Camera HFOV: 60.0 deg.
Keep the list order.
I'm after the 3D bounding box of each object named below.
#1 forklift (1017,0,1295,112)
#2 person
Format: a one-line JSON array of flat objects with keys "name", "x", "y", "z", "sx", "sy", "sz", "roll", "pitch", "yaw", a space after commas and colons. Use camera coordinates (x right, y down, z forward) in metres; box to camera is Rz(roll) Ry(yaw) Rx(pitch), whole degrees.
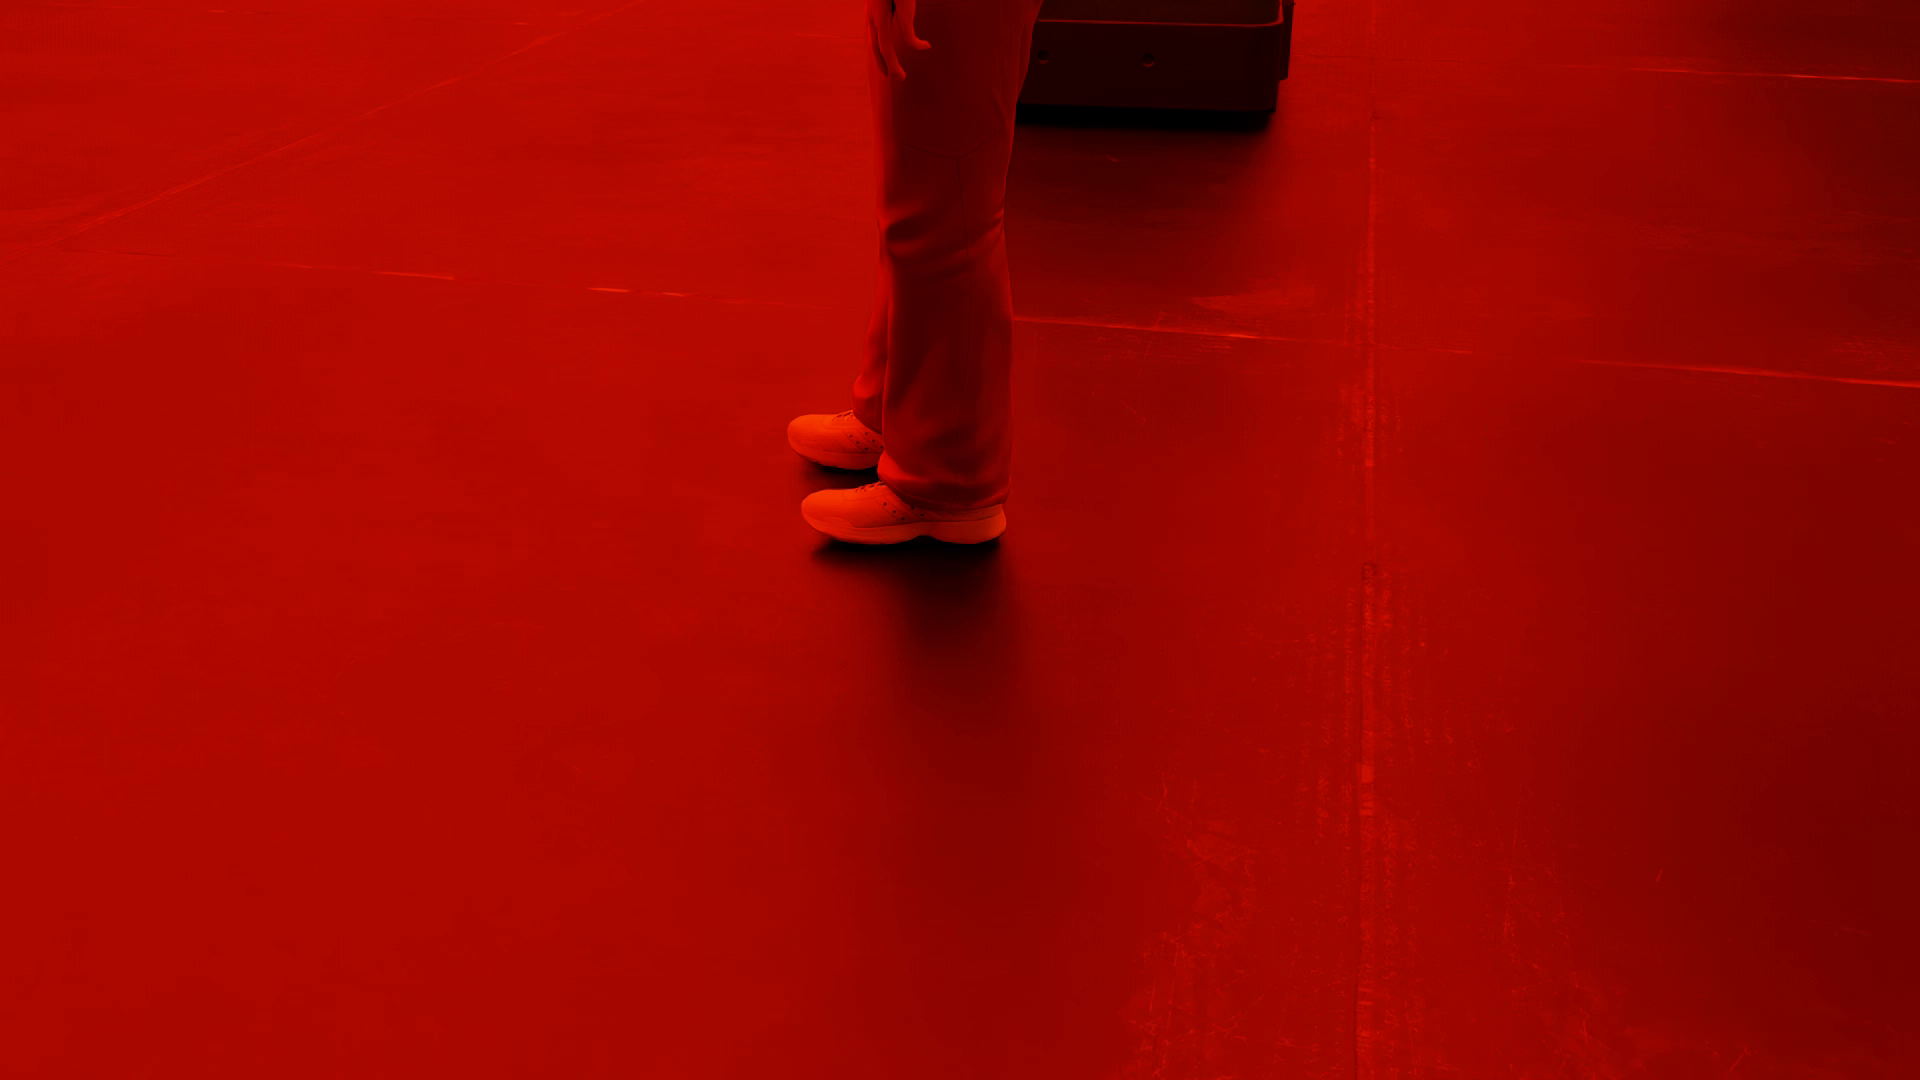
[{"name": "forklift", "x": 0.628, "y": -3.180, "z": 5.549, "sx": 1.130, "sy": 2.935, "sz": 3.031, "roll": 4, "pitch": 27, "yaw": 8}, {"name": "person", "x": -0.070, "y": -0.767, "z": 2.144, "sx": 0.548, "sy": 1.673, "sz": 0.553, "roll": 6, "pitch": 27, "yaw": 11}]
